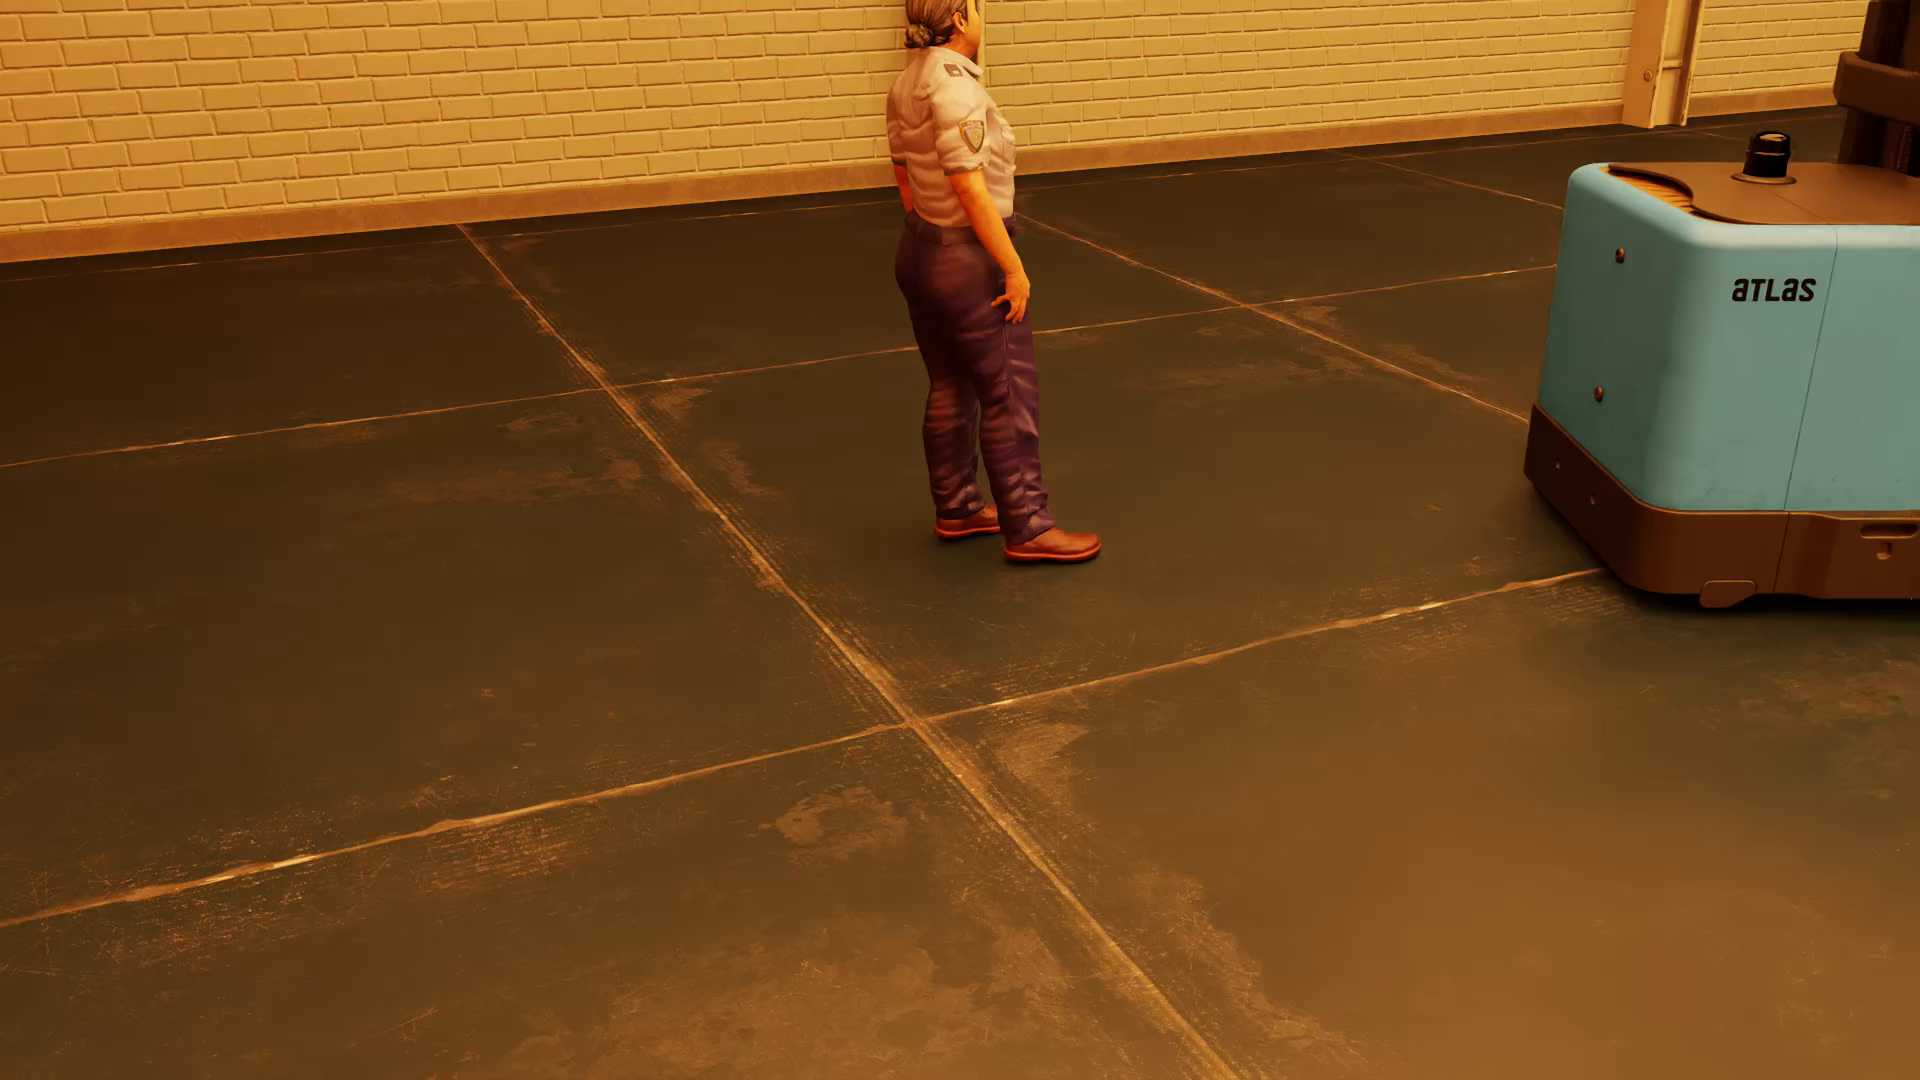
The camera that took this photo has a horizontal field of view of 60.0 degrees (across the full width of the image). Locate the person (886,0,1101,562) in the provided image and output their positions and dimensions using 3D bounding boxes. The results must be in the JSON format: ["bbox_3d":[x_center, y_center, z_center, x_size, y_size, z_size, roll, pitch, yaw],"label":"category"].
[{"bbox_3d":[0.090,-0.774,4.804,0.503,1.650,0.599,-10,25,-23],"label":"person"}]

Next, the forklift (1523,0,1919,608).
[{"bbox_3d":[3.362,-1.342,4.516,3.031,2.935,1.130,0,23,0],"label":"forklift"}]
